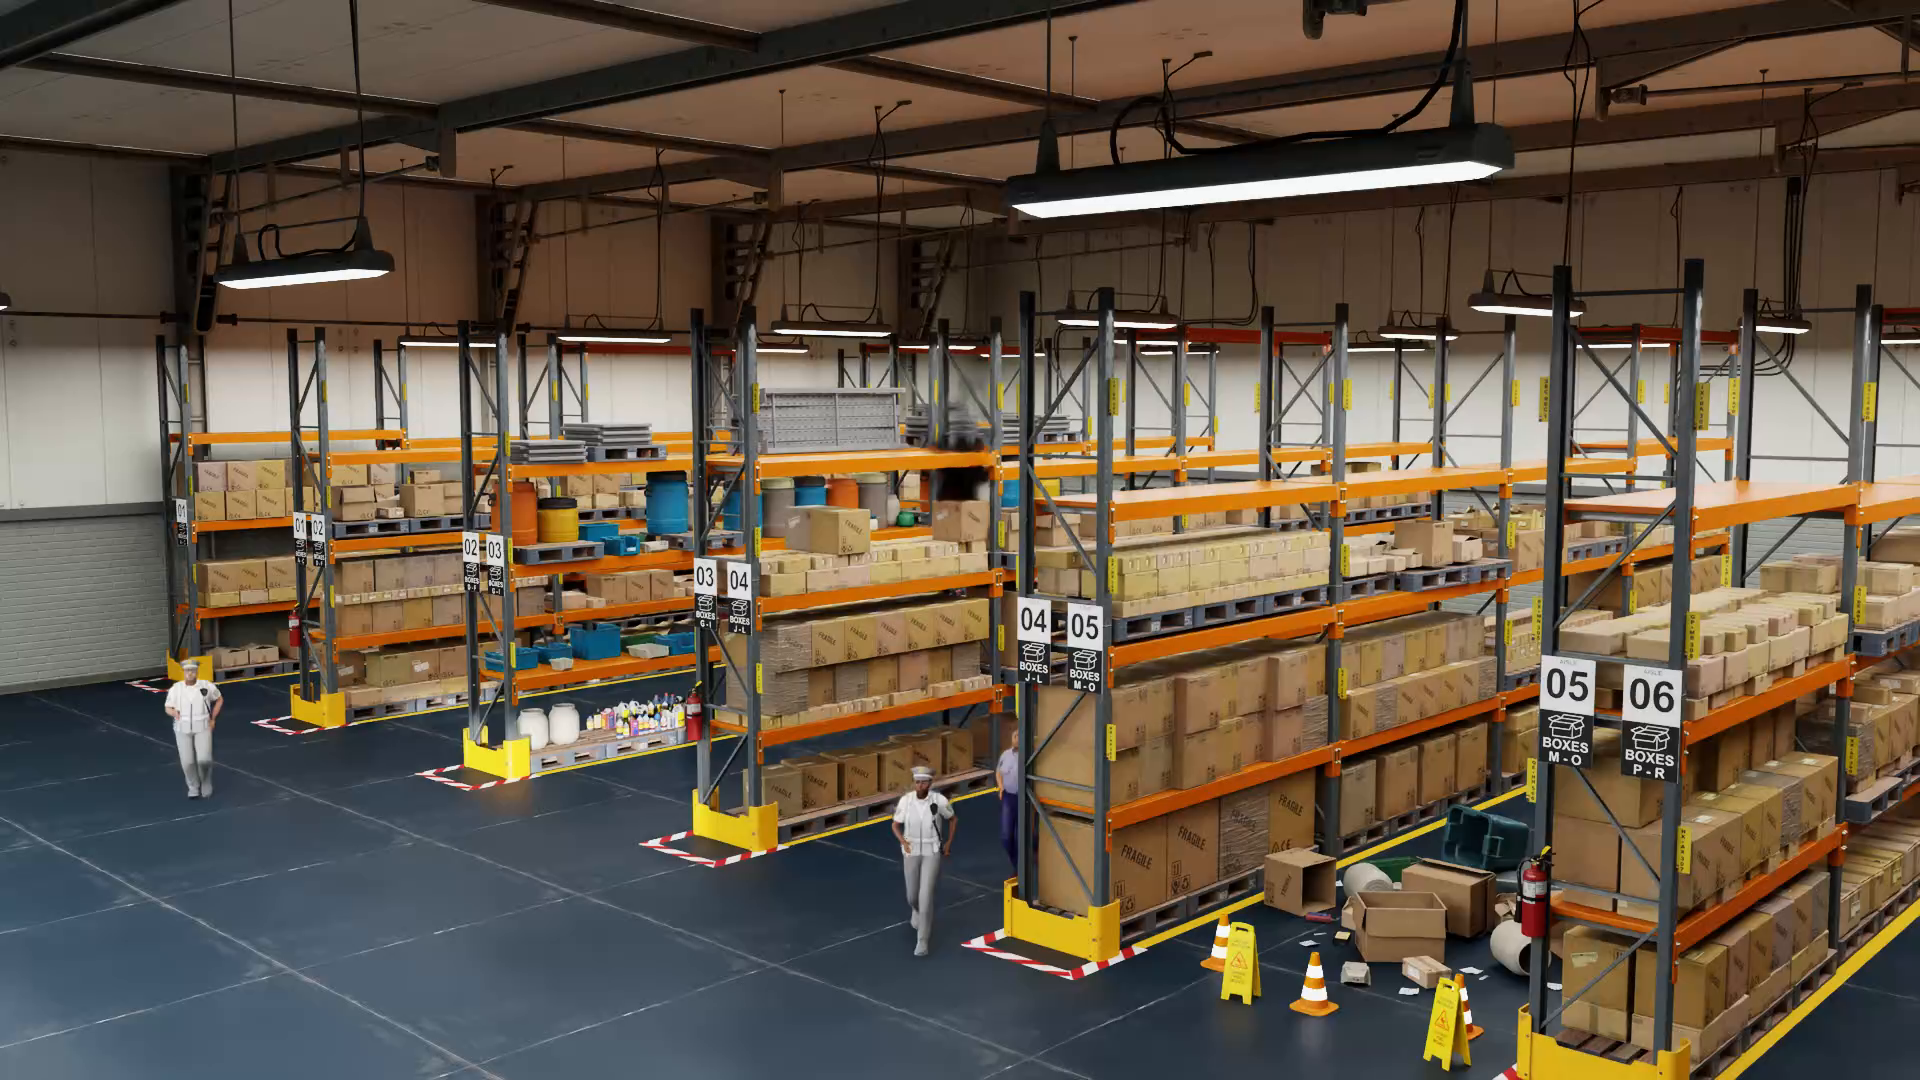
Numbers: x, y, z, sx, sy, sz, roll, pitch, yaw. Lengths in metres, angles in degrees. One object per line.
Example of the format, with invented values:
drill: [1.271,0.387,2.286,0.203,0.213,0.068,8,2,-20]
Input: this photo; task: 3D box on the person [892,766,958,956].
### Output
person: [-0.328,2.895,15.352,0.601,1.705,0.769,1,5,6]

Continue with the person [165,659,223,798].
person: [-9.507,2.357,20.635,0.648,1.764,0.621,-2,6,-20]

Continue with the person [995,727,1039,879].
person: [0.619,2.743,17.309,0.589,1.594,0.552,3,6,26]

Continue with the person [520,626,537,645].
person: [-7.848,1.547,30.302,0.532,1.550,0.559,4,7,39]
